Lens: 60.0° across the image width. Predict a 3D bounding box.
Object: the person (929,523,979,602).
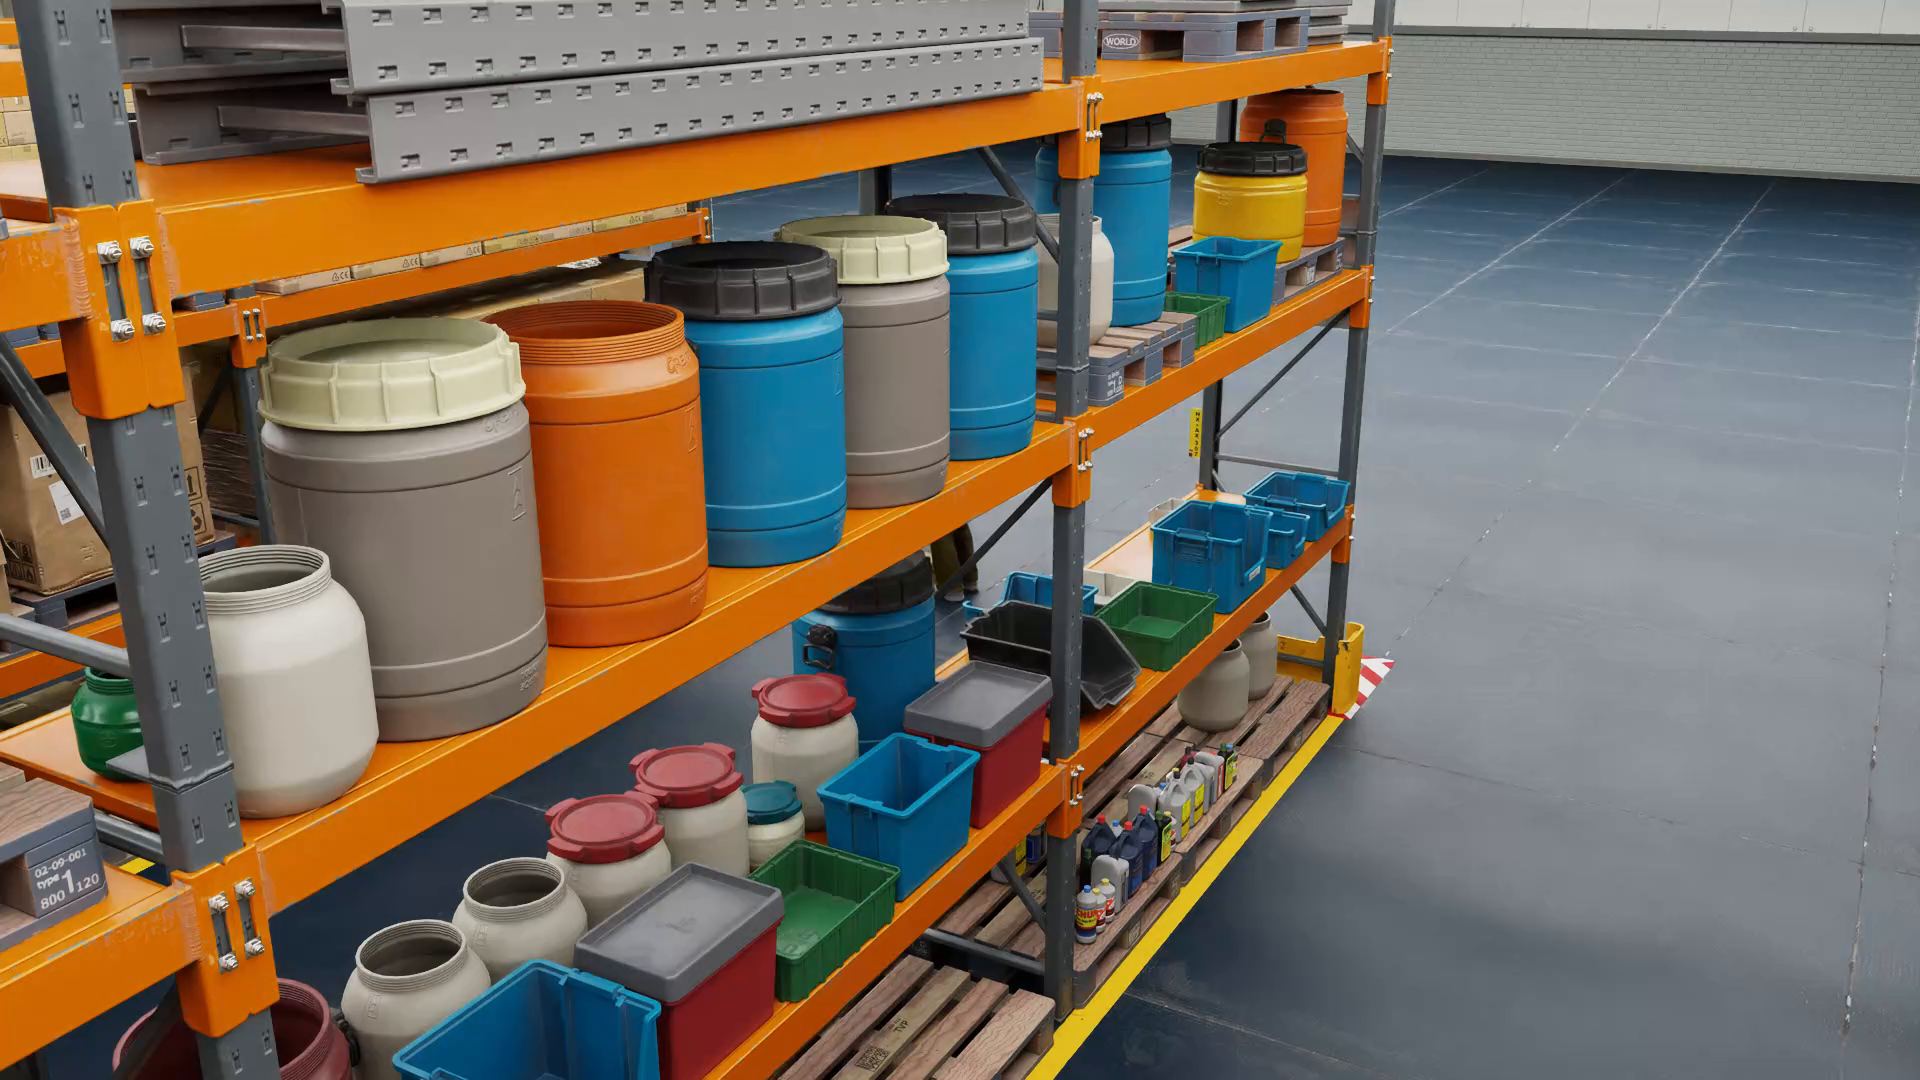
[{"bbox_3d":[-0.071,-0.428,12.325,0.429,1.772,0.643,9,21,25],"label":"person"}]
